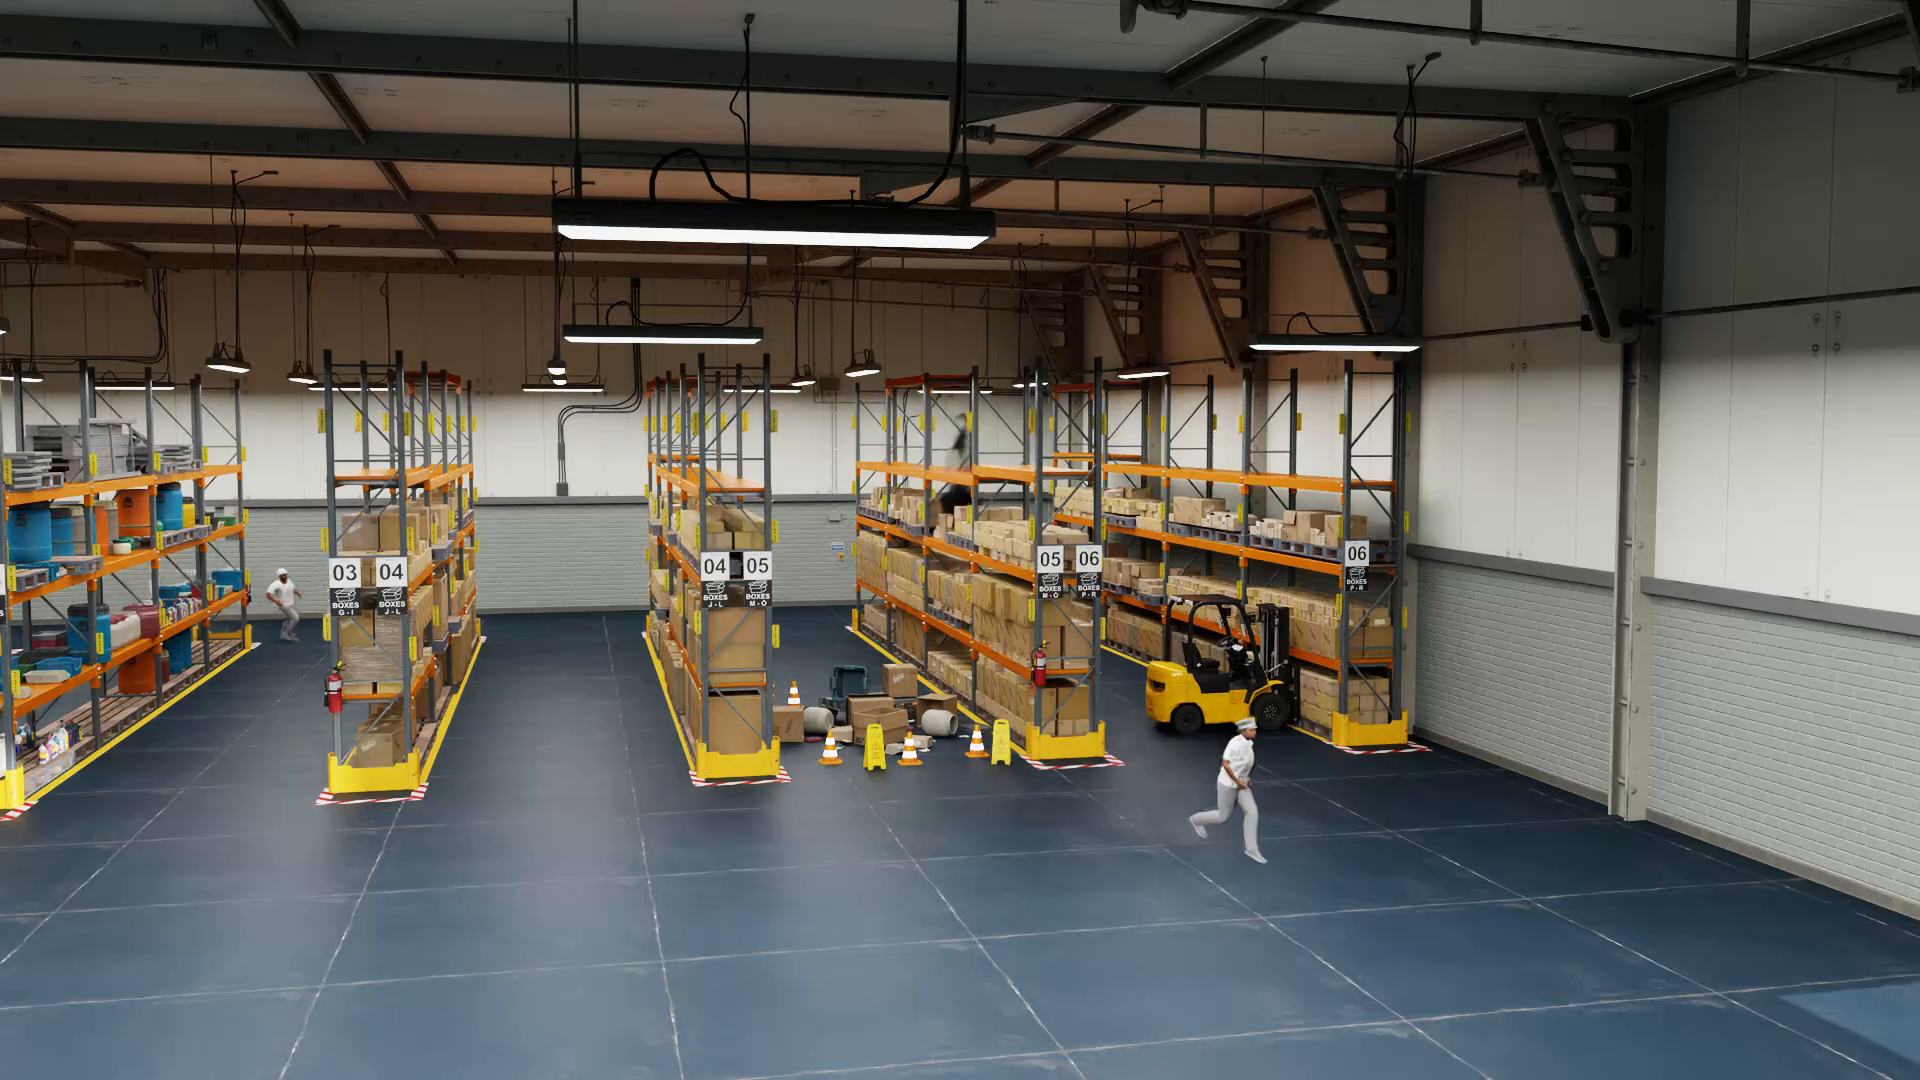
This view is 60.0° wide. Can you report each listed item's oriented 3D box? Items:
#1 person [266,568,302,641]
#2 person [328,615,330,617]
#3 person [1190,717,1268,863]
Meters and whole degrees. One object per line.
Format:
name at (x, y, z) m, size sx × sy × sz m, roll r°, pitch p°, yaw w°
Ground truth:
person at (-15.526, 1.520, 38.322) m, size 0.650 × 1.765 × 0.779 m, roll 1°, pitch 4°, yaw 8°
person at (-12.031, 1.968, 32.536) m, size 0.656 × 1.627 × 0.980 m, roll -1°, pitch 4°, yaw -19°
person at (3.134, 2.854, 19.274) m, size 1.006 × 1.683 × 0.574 m, roll 3°, pitch 5°, yaw 40°
